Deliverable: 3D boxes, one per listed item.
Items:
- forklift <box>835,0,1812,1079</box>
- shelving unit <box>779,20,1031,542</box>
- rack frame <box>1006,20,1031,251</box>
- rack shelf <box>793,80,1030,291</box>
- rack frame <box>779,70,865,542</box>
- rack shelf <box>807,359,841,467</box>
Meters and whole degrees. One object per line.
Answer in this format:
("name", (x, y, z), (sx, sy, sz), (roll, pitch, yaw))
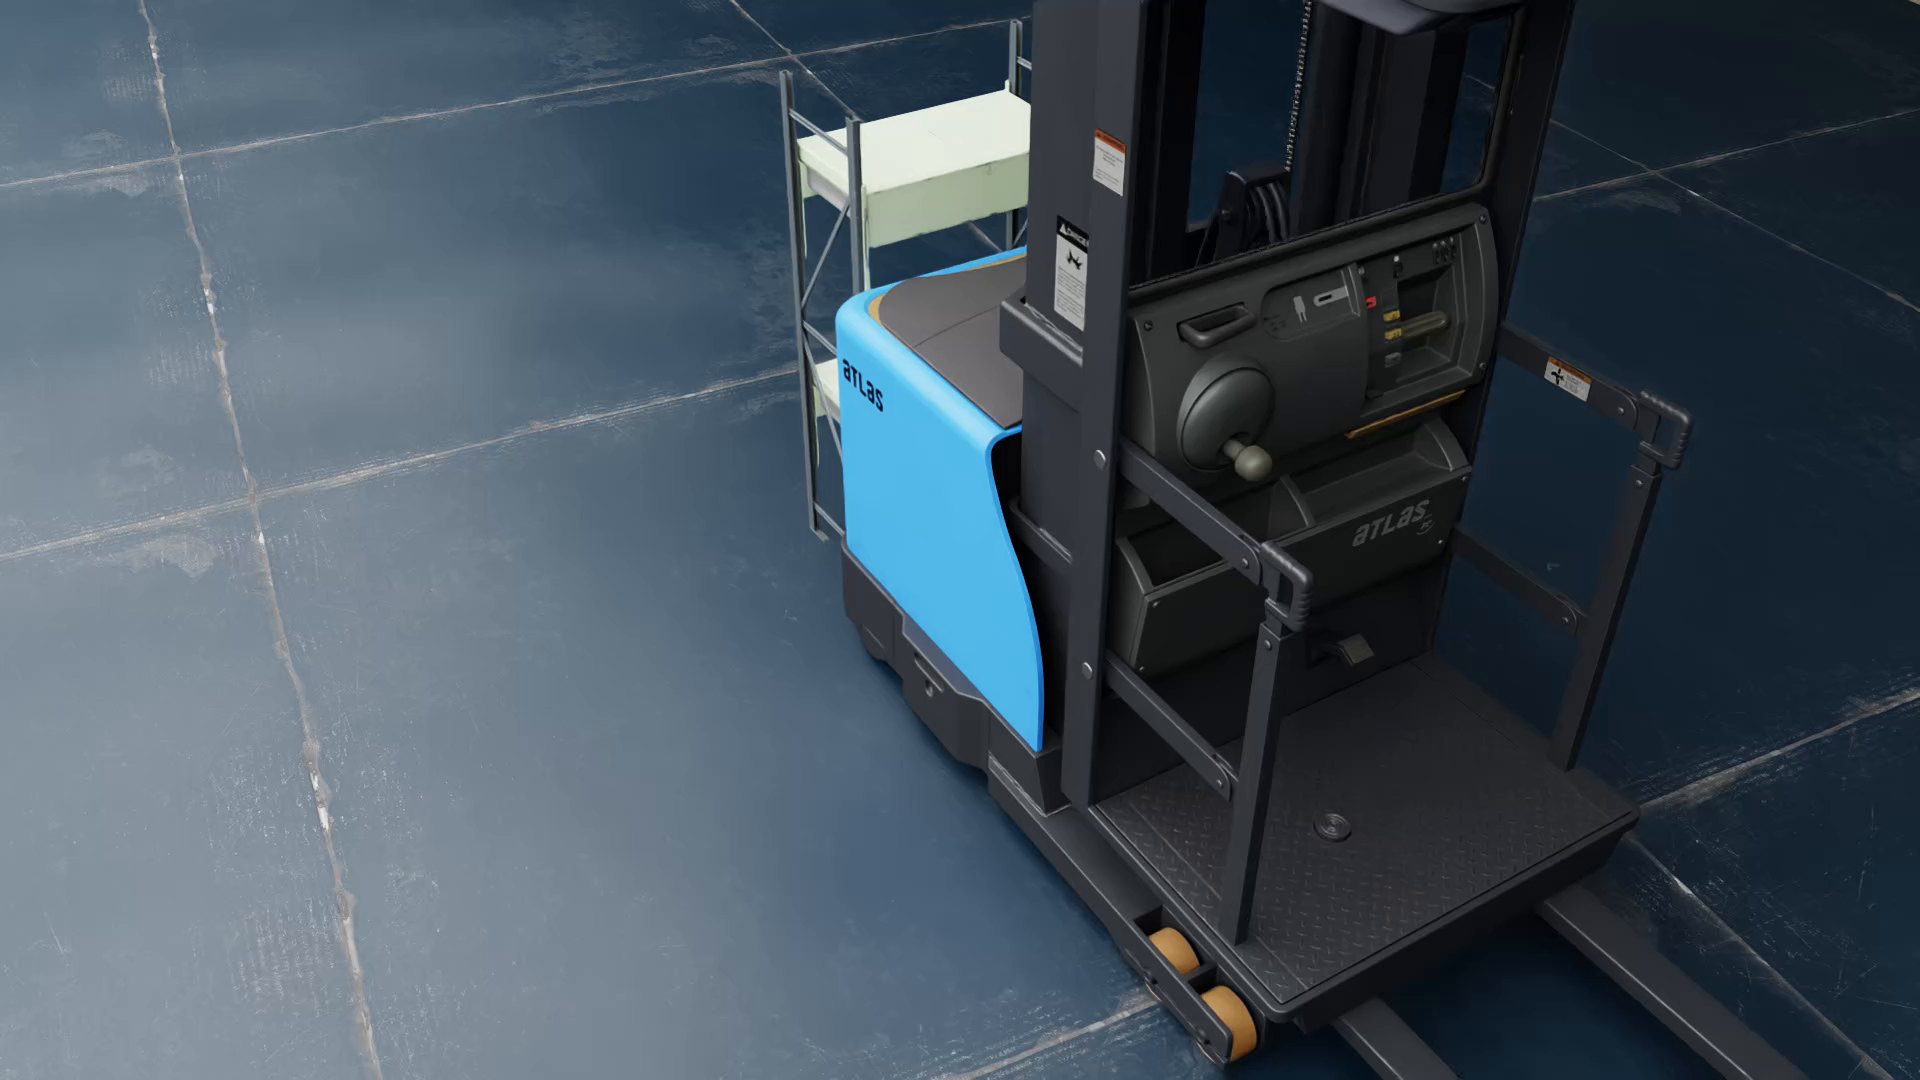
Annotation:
("forklift", (0.859, -0.340, 3.248), (1.130, 2.935, 3.031), (-20, 41, -25))
("shelving unit", (-0.054, -0.658, 4.878), (0.755, 1.500, 0.431), (-20, 41, -25))
("rack frame", (0.257, -0.773, 5.034), (0.023, 1.500, 0.400), (-20, 41, -25))
("rack shelf", (-0.054, -0.971, 4.645), (0.720, 0.370, 0.431), (-20, 41, -25))
("rack frame", (-0.364, -0.542, 4.722), (0.023, 1.500, 0.400), (-20, 41, -25))
("rack shelf", (-0.054, -0.396, 5.072), (0.720, 0.370, 0.431), (-20, 41, -25))
